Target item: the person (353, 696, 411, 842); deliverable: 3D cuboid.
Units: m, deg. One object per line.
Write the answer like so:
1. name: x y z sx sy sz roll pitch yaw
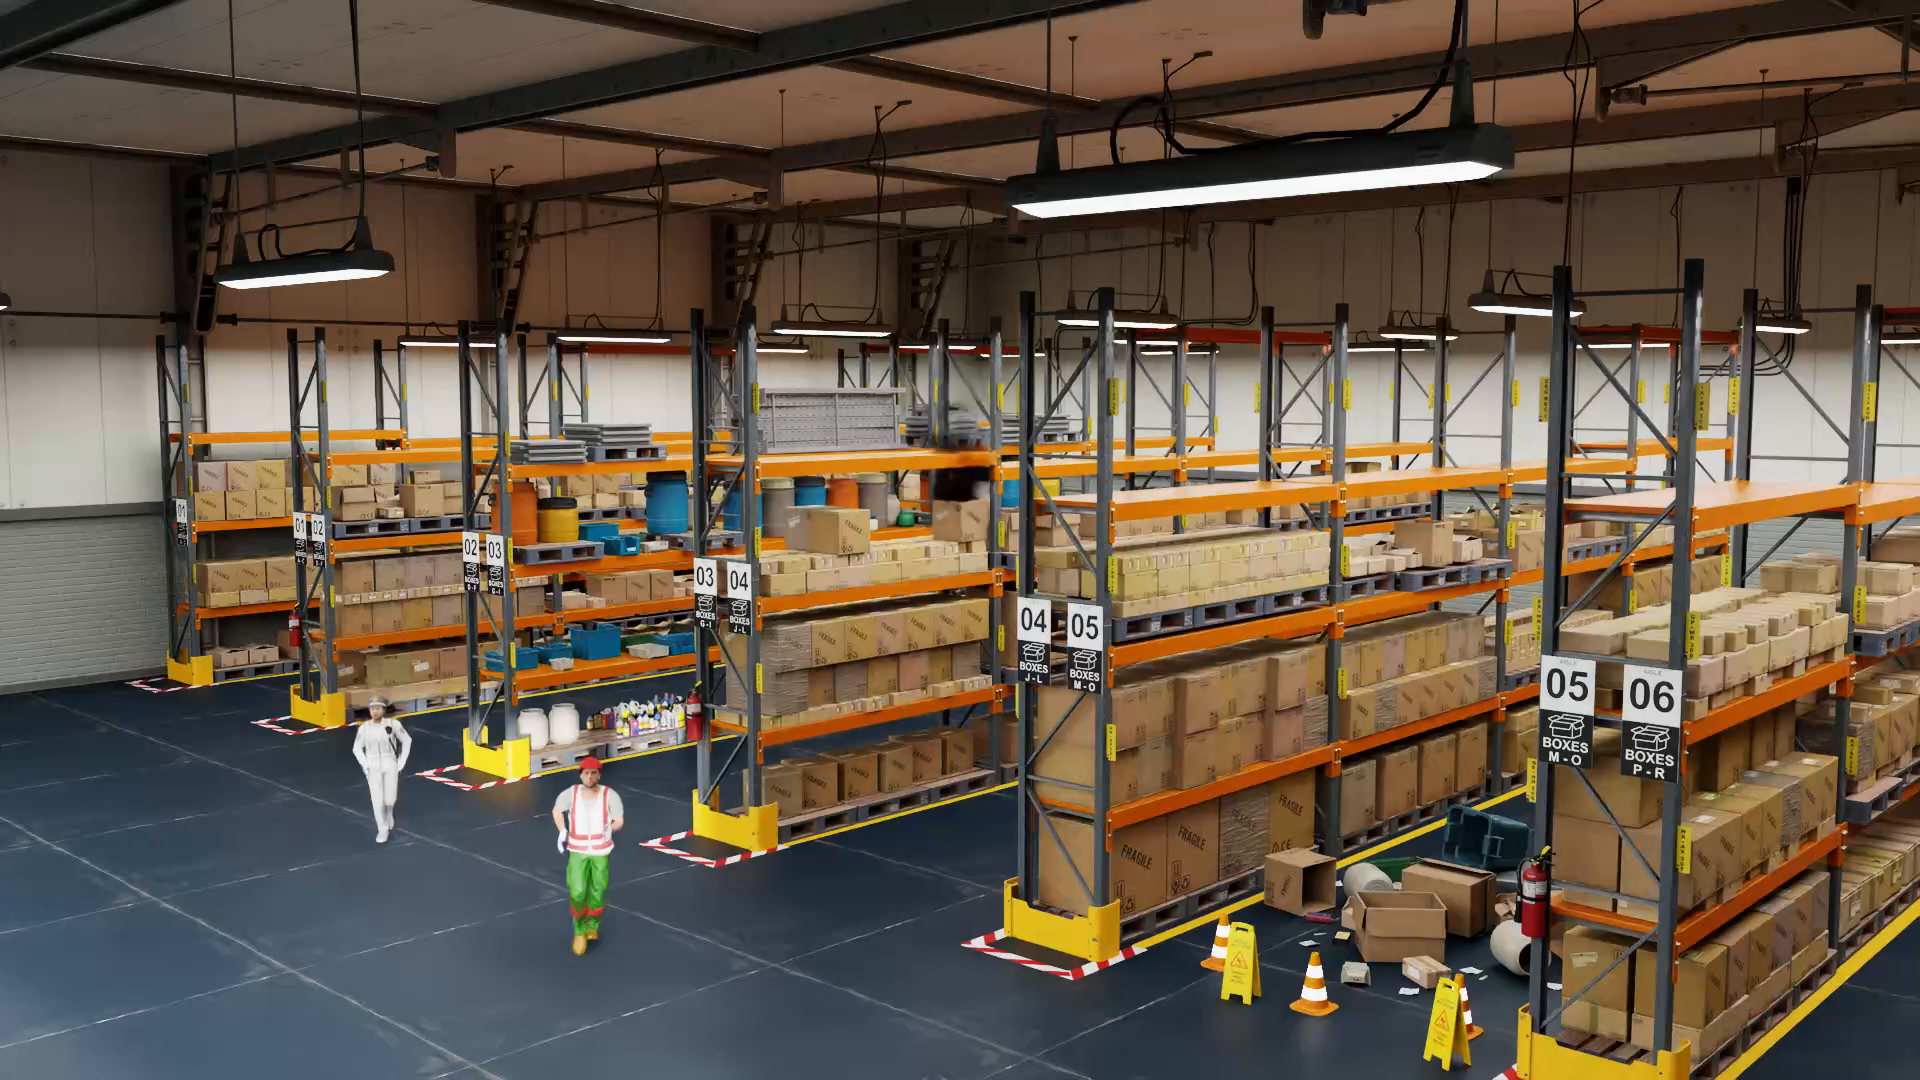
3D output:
1. person: -6.541 2.580 18.816 0.624 1.660 0.478 -1 6 -14

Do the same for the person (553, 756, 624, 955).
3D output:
1. person: -3.368 2.865 15.124 0.632 1.804 0.721 -1 6 -14
